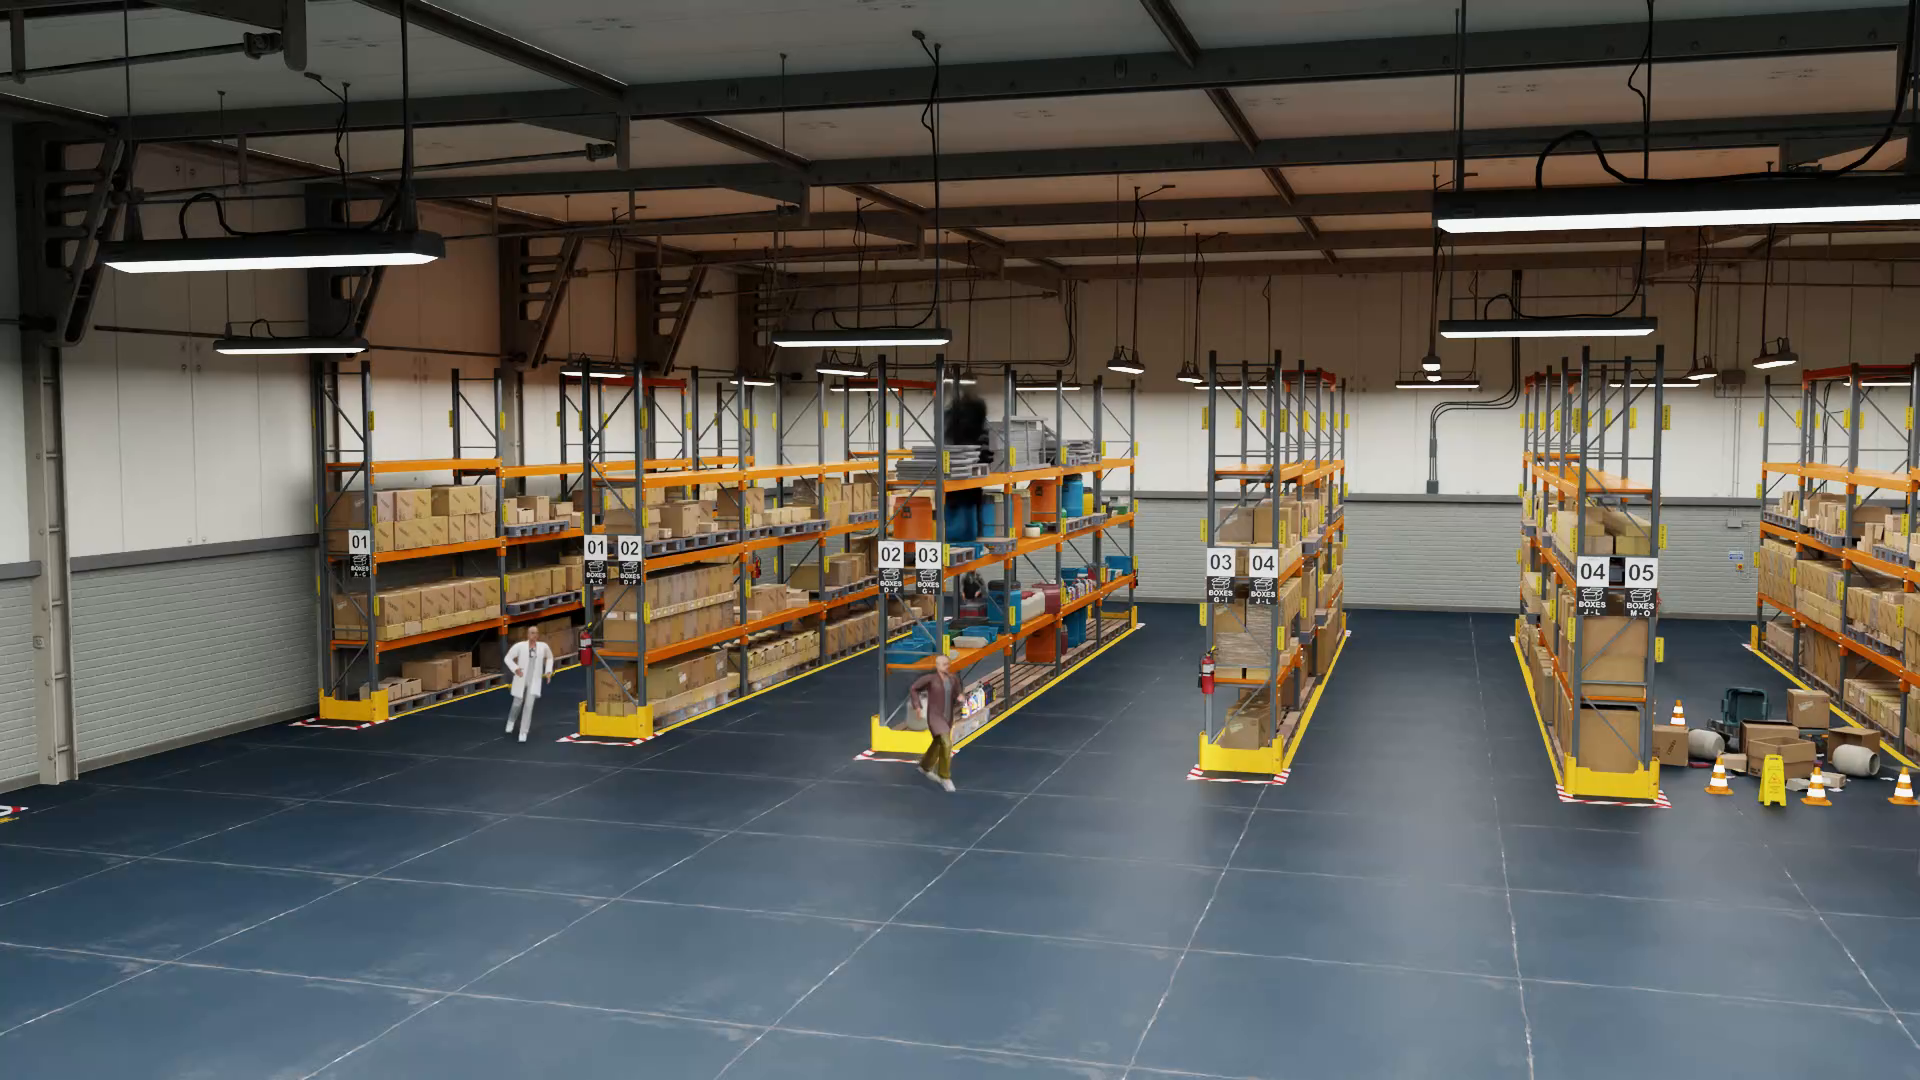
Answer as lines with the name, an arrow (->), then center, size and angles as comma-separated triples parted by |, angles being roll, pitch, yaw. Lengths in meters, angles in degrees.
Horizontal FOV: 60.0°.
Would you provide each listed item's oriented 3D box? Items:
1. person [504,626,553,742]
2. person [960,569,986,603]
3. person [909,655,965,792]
person -> -6.794, 2.339, 26.272 | 0.770, 1.536, 1.049 | -1, 4, -18
person -> 0.291, 1.377, 39.376 | 0.636, 1.662, 0.592 | 0, 4, 5
person -> -0.277, 2.490, 22.724 | 0.666, 1.848, 0.937 | -4, 6, -45
